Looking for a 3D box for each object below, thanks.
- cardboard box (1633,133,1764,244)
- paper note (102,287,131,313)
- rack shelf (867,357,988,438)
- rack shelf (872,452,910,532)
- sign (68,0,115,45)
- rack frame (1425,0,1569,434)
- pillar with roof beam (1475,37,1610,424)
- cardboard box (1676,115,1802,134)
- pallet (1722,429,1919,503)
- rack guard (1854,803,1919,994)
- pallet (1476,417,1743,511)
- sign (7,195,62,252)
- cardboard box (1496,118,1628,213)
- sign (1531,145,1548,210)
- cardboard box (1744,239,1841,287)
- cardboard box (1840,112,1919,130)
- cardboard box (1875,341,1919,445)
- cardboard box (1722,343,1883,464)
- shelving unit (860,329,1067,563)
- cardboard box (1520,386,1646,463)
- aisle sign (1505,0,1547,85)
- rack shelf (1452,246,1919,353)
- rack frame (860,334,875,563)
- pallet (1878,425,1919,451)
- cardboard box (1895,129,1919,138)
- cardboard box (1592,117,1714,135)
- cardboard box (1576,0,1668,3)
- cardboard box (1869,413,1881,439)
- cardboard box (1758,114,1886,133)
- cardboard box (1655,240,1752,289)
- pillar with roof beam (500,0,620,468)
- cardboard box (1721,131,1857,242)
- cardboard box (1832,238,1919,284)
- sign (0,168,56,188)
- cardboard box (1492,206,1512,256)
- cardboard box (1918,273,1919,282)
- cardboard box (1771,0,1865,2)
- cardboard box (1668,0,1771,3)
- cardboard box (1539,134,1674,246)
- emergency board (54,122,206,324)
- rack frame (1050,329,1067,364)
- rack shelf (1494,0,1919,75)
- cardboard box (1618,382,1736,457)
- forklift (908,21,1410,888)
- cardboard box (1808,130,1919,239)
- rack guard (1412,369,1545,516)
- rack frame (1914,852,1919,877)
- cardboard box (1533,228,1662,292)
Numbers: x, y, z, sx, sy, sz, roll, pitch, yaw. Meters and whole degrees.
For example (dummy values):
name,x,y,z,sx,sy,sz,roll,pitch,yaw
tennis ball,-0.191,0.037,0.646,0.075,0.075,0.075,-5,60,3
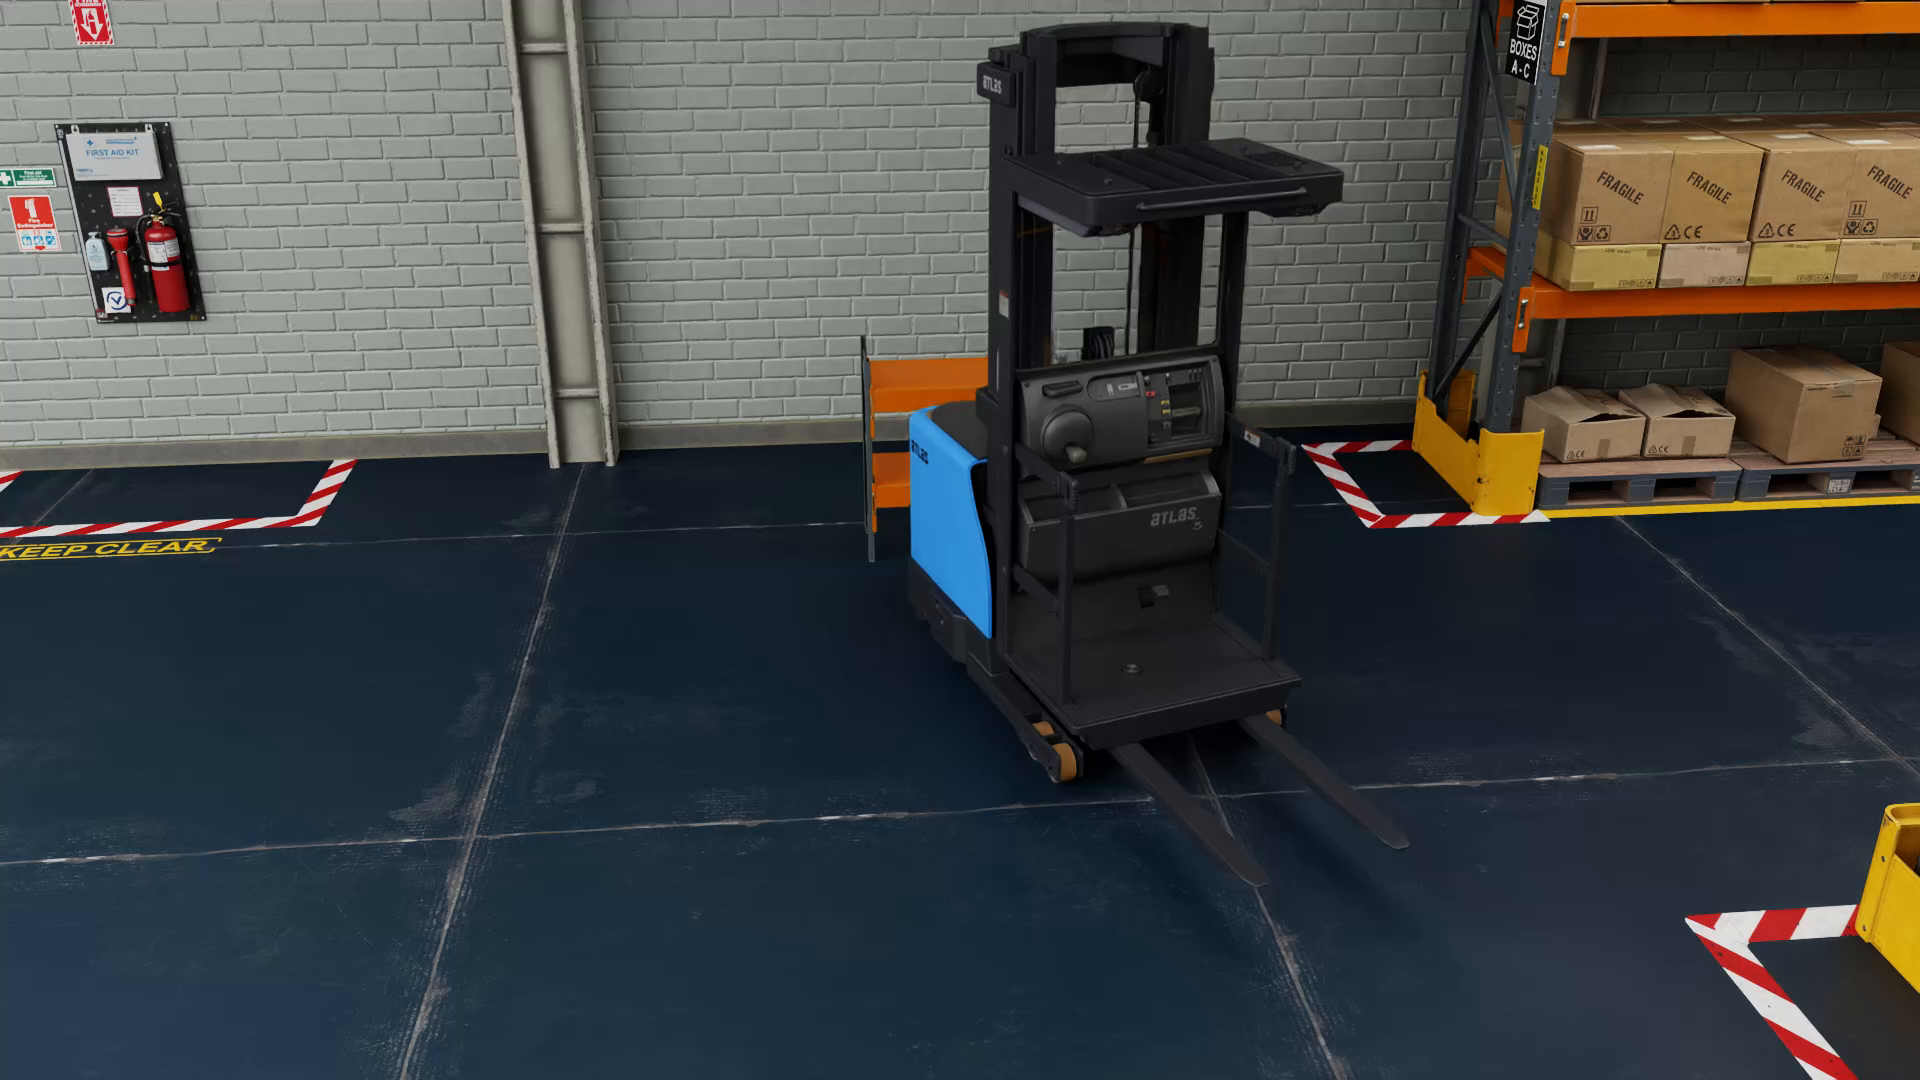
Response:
name,x,y,z,sx,sy,sz,roll,pitch,yaw
cardboard box,4.014,-1.942,9.162,0.500,0.500,0.500,-2,24,-5
paper note,-4.989,-1.418,9.833,0.142,0.148,0.016,-2,24,-5
rack shelf,0.007,-0.782,8.903,1.000,0.278,0.538,-2,24,-5
rack shelf,0.007,-0.291,9.121,1.000,0.278,0.538,-2,24,-5
sign,-4.824,-2.899,9.226,0.199,0.298,0.001,-2,24,-5
rack frame,3.016,-1.745,9.483,0.127,3.000,1.000,-2,24,-5
pillar with roof beam,4.051,-3.124,5.200,0.400,9.000,9.100,-2,24,-5
cardboard box,4.481,-2.172,9.680,0.500,0.500,0.500,-3,24,-7
pallet,5.115,-0.540,10.204,1.213,0.211,1.003,-2,24,-5
rack guard,3.483,1.400,5.485,0.348,0.500,1.175,-2,24,-5
pallet,3.904,-0.492,10.097,1.213,0.211,1.003,-2,24,-5
sign,-5.366,-1.836,9.644,0.234,0.329,0.001,-2,24,-5
cardboard box,3.465,-2.133,9.593,0.500,0.500,0.500,-3,24,-6
sign,3.070,-1.922,8.814,0.005,0.325,0.100,-2,24,-5
cardboard box,4.556,-1.621,9.365,0.500,0.250,0.500,-3,24,-6
cardboard box,5.497,-2.217,9.782,0.500,0.500,0.500,-2,24,-4
cardboard box,5.968,-0.906,10.131,0.500,0.500,0.500,-4,24,-9
cardboard box,5.016,-0.827,9.954,0.500,0.500,0.700,-4,24,-8
shelving unit,0.007,-0.514,9.022,1.048,1.125,0.538,-2,24,-5
cardboard box,3.714,-0.709,9.920,0.500,0.311,0.500,-5,24,-11
aisle sign,2.974,-2.809,8.676,0.004,0.787,0.394,-2,24,-5
rack shelf,5.007,-1.496,9.809,4.000,0.370,1.077,-2,24,-5
rack frame,-0.499,-0.494,8.976,0.032,1.125,0.500,-2,24,-5
pallet,6.332,-0.590,10.317,1.213,0.211,1.003,-2,24,-5
cardboard box,5.559,-2.006,9.308,0.500,0.500,0.500,-3,24,-7
cardboard box,3.967,-2.149,9.629,0.500,0.500,0.500,-2,24,-4
cardboard box,3.374,-3.083,8.652,0.500,0.500,0.500,-2,24,-4
cardboard box,5.403,-0.747,10.207,0.250,0.149,0.380,-4,24,-9
cardboard box,4.982,-2.192,9.725,0.500,0.500,0.500,-2,24,-4
cardboard box,4.049,-1.603,9.325,0.500,0.250,0.500,-3,24,-7
pillar with roof beam,-1.920,-2.885,4.661,0.400,9.000,9.100,-2,24,-5
cardboard box,4.529,-1.960,9.203,0.500,0.500,0.500,-3,24,-7
cardboard box,5.059,-1.641,9.408,0.500,0.250,0.500,-2,24,-5
sign,-5.361,-2.075,9.528,0.331,0.109,0.001,-2,24,-5
cardboard box,3.463,-1.783,9.728,0.500,0.250,0.500,-2,24,-4
cardboard box,5.560,-1.661,9.454,0.500,0.250,0.500,-2,24,-5
cardboard box,4.428,-3.112,8.719,0.500,0.500,0.500,-1,24,-3
cardboard box,3.912,-3.090,8.668,0.500,0.500,0.500,-1,24,-2
cardboard box,3.521,-1.926,9.127,0.500,0.500,0.500,-2,24,-5
emergency board,-4.806,-1.800,9.607,0.643,1.169,0.194,-2,24,-5
rack frame,0.513,-0.535,9.068,0.032,1.125,0.500,-2,24,-5
rack shelf,5.007,-2.867,9.200,4.000,0.370,1.077,-2,24,-5
cardboard box,4.281,-0.732,9.972,0.500,0.311,0.500,0,24,-1
forklift,0.775,-0.519,6.808,1.130,2.935,3.031,-10,26,-21
cardboard box,5.041,-1.985,9.260,0.500,0.500,0.500,-2,24,-3
rack guard,3.092,-0.606,9.998,0.348,0.500,1.175,-2,24,-5
rack frame,3.507,0.257,4.979,0.127,3.000,1.000,-2,24,-5
cardboard box,3.533,-1.577,9.265,0.500,0.250,0.500,-3,24,-7
